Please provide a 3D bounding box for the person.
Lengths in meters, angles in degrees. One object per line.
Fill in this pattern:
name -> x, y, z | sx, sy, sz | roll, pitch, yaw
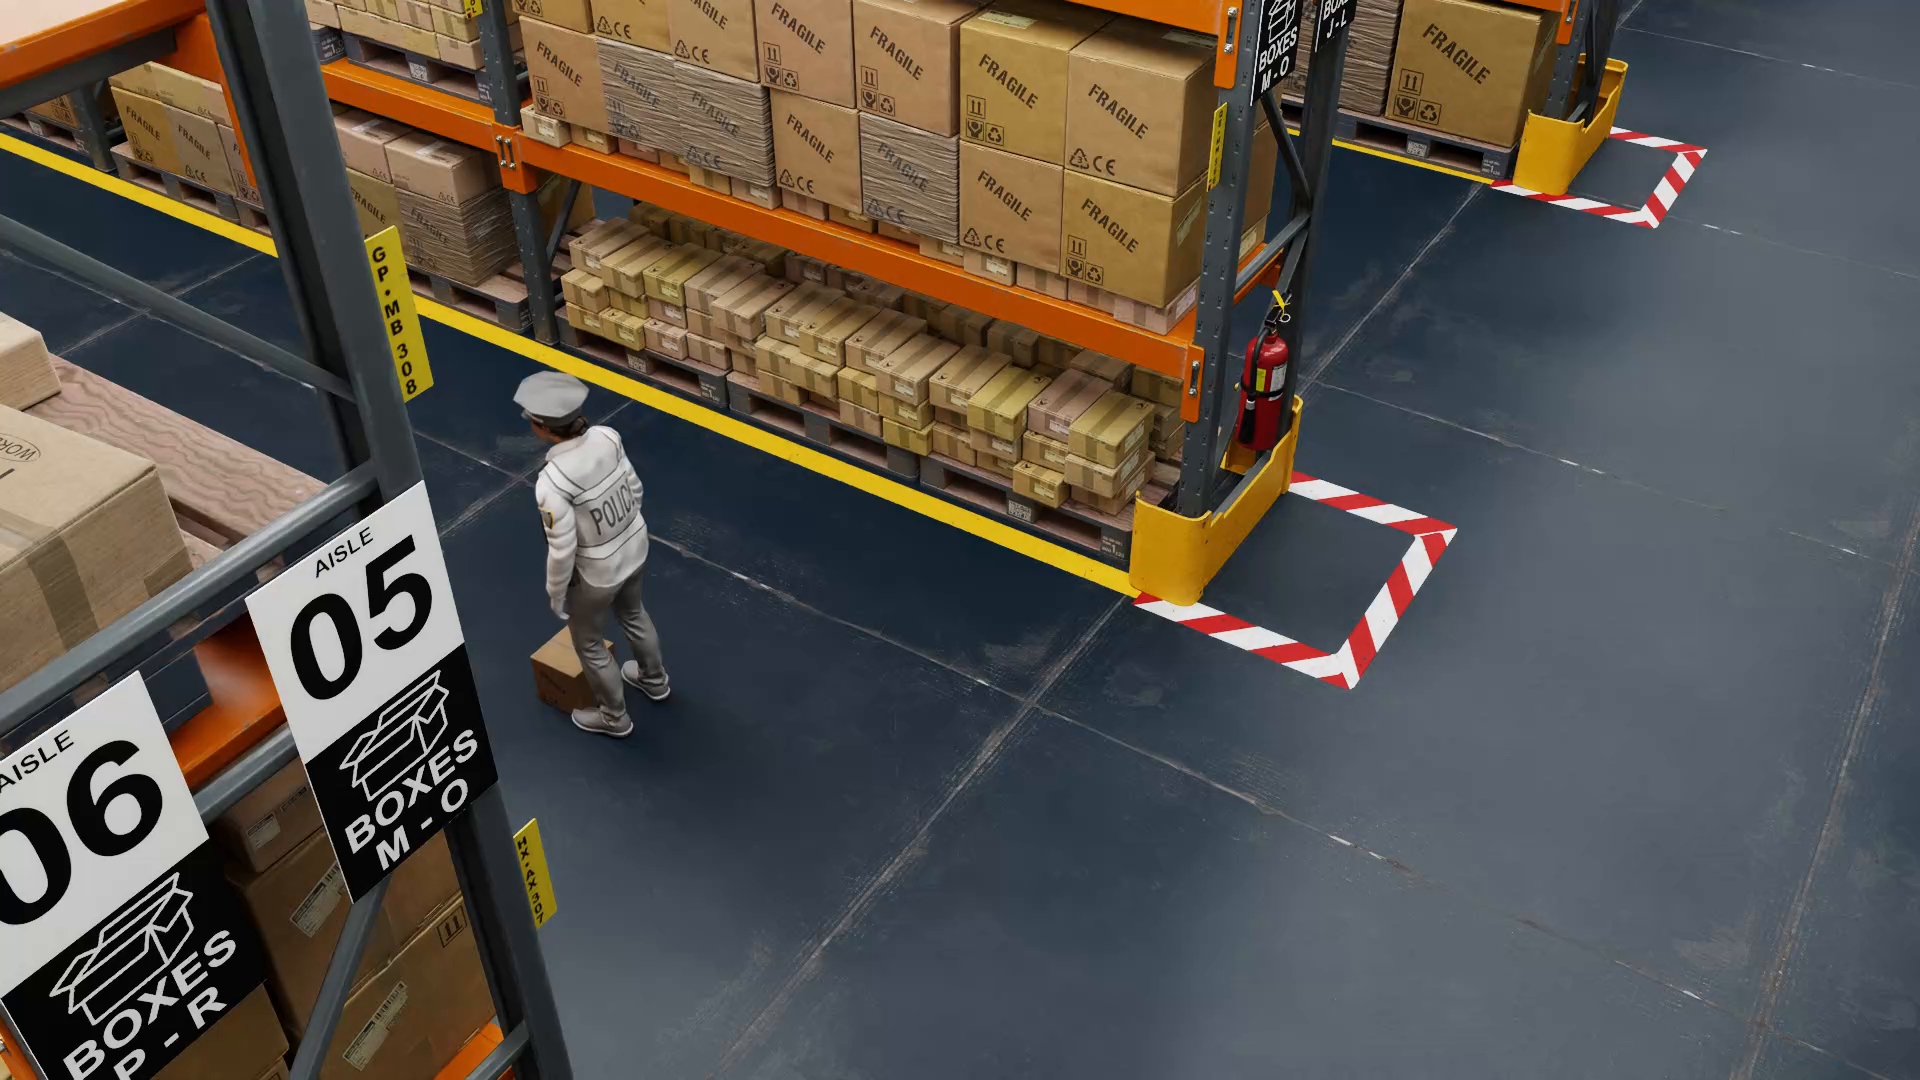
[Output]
person -> -1.433, 0.090, 6.564 | 0.375, 1.662, 0.542 | 19, 42, 22
